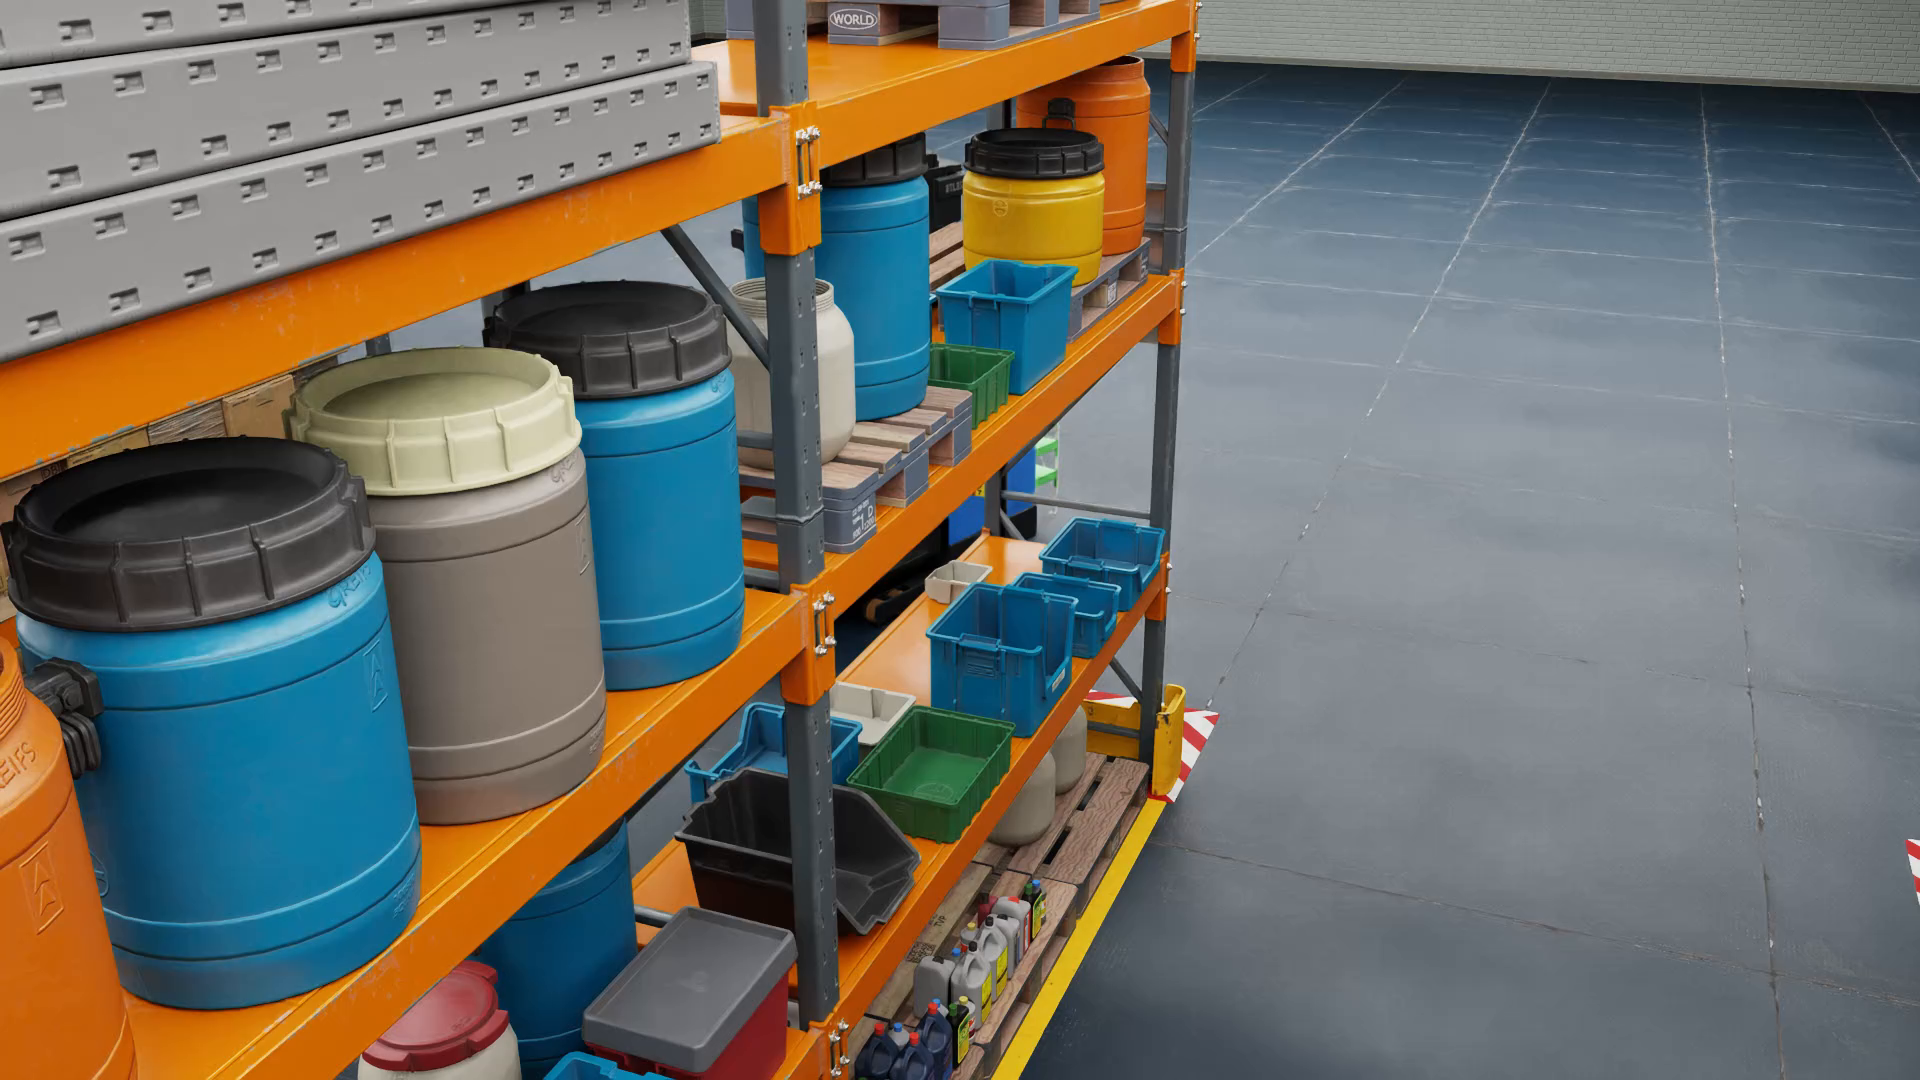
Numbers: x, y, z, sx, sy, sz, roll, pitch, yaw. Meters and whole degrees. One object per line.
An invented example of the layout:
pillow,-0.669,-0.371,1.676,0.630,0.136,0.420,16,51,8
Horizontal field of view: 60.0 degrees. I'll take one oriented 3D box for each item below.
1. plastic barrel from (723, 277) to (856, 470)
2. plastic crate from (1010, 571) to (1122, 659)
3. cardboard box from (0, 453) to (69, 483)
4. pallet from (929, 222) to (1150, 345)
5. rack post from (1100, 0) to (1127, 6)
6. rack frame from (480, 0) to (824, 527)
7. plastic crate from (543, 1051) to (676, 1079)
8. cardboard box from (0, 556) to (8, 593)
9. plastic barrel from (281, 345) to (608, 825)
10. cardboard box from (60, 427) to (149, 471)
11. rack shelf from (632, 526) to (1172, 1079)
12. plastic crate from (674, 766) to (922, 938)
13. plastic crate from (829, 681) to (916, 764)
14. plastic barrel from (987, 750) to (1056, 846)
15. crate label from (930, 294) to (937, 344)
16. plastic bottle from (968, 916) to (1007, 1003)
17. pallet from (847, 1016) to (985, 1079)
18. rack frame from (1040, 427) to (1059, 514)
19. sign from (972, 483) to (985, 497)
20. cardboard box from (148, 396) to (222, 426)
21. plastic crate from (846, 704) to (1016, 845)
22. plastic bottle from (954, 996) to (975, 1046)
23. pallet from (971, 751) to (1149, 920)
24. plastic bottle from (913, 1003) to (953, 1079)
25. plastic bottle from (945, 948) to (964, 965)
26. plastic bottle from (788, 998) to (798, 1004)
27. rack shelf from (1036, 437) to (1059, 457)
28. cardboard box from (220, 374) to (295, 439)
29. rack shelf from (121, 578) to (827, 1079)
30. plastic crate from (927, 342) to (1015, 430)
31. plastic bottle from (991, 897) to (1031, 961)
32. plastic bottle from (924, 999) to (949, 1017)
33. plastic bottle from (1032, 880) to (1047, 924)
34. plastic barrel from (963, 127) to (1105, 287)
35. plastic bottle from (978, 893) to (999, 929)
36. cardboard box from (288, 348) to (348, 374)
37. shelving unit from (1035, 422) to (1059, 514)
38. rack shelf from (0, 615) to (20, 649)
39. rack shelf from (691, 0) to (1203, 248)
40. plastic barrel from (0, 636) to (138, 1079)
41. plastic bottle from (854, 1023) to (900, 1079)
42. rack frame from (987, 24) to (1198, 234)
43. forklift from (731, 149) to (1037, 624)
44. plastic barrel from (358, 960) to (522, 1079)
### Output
plastic barrel,-0.526,-0.502,4.979,0.421,0.512,0.421,0,23,0
plastic crate,0.463,0.344,7.728,0.499,0.251,0.408,9,24,20
cardboard box,-4.693,-0.583,7.942,0.500,0.500,0.500,9,24,20
pallet,0.219,-1.193,7.568,1.003,0.211,1.213,9,24,20
rack post,0.219,-2.463,7.121,0.937,0.300,0.954,12,25,26
rack frame,-0.868,-1.515,4.202,1.000,3.000,0.127,9,24,20
plastic crate,-0.989,1.700,4.309,0.392,0.384,0.575,9,24,20
cardboard box,-5.024,0.035,7.759,0.875,0.500,0.500,9,24,20
plastic barrel,-1.099,0.085,3.613,0.600,0.901,0.600,0,23,0
cardboard box,-4.708,-0.332,8.637,0.875,0.500,0.500,9,24,20
rack shelf,-0.125,0.870,7.210,1.077,0.370,4.000,9,24,20
plastic crate,-0.556,1.113,5.775,0.767,0.338,0.504,9,24,20
plastic crate,-0.500,0.758,6.887,0.530,0.136,0.437,9,24,20
plastic barrel,0.258,1.202,8.164,0.421,0.512,0.421,0,23,0
crate label,-0.385,-0.871,6.745,0.502,0.251,0.408,9,24,20
plastic bottle,0.114,1.757,7.018,0.144,0.351,0.185,10,25,22
pallet,-0.580,2.306,6.456,1.003,0.211,1.213,9,24,20
rack frame,0.645,-0.783,12.569,0.240,1.200,0.015,17,28,35
sign,0.108,-0.386,8.924,0.100,0.325,0.005,9,24,20
cardboard box,-4.324,-0.941,8.799,0.500,0.500,0.500,9,24,20
plastic crate,-0.102,0.906,6.465,0.450,0.188,0.662,9,24,20
plastic bottle,0.014,1.947,6.758,0.097,0.201,0.097,0,23,0
pallet,0.326,1.432,8.547,1.003,0.211,1.213,9,24,20
plastic bottle,-0.113,1.976,6.495,0.144,0.351,0.185,8,24,18
plastic bottle,-0.014,1.824,7.051,0.097,0.201,0.097,0,23,0
plastic bottle,-0.705,1.817,6.875,0.144,0.351,0.185,9,24,20
rack shelf,0.493,-0.651,12.418,0.258,0.148,0.480,17,28,35
cardboard box,-4.285,-0.682,9.474,0.875,0.500,0.500,9,24,20
rack shelf,-1.611,0.917,3.205,1.077,0.370,4.000,9,24,20
plastic crate,-0.029,-0.559,6.079,0.336,0.188,0.450,9,24,20
plastic bottle,0.223,1.682,7.295,0.152,0.276,0.135,9,24,20
plastic bottle,-0.093,1.954,6.649,0.097,0.271,0.097,0,23,0
plastic bottle,0.342,1.630,7.516,0.097,0.201,0.097,0,23,0
plastic barrel,0.312,-1.417,7.069,0.600,0.588,0.600,0,23,0
plastic bottle,0.124,1.663,7.329,0.061,0.283,0.133,9,24,20
cardboard box,-3.956,-1.300,9.657,0.500,0.500,0.500,9,24,20
shelving unit,0.493,-0.710,12.393,0.258,1.200,0.503,17,28,35
rack shelf,-4.724,0.160,8.908,1.077,0.370,4.000,9,24,20
rack shelf,-0.125,-1.714,6.131,1.077,0.370,4.000,9,24,20
plastic barrel,-1.605,0.606,2.460,0.600,0.830,0.708,9,24,20
plastic bottle,-0.317,2.022,6.382,0.144,0.351,0.185,9,24,20
rack frame,0.617,-2.946,7.628,1.000,3.000,0.127,9,24,20
forklift,-0.752,-1.014,10.875,1.130,2.935,3.031,17,28,35
plastic barrel,-1.427,1.502,4.587,0.433,0.535,0.433,0,23,0
